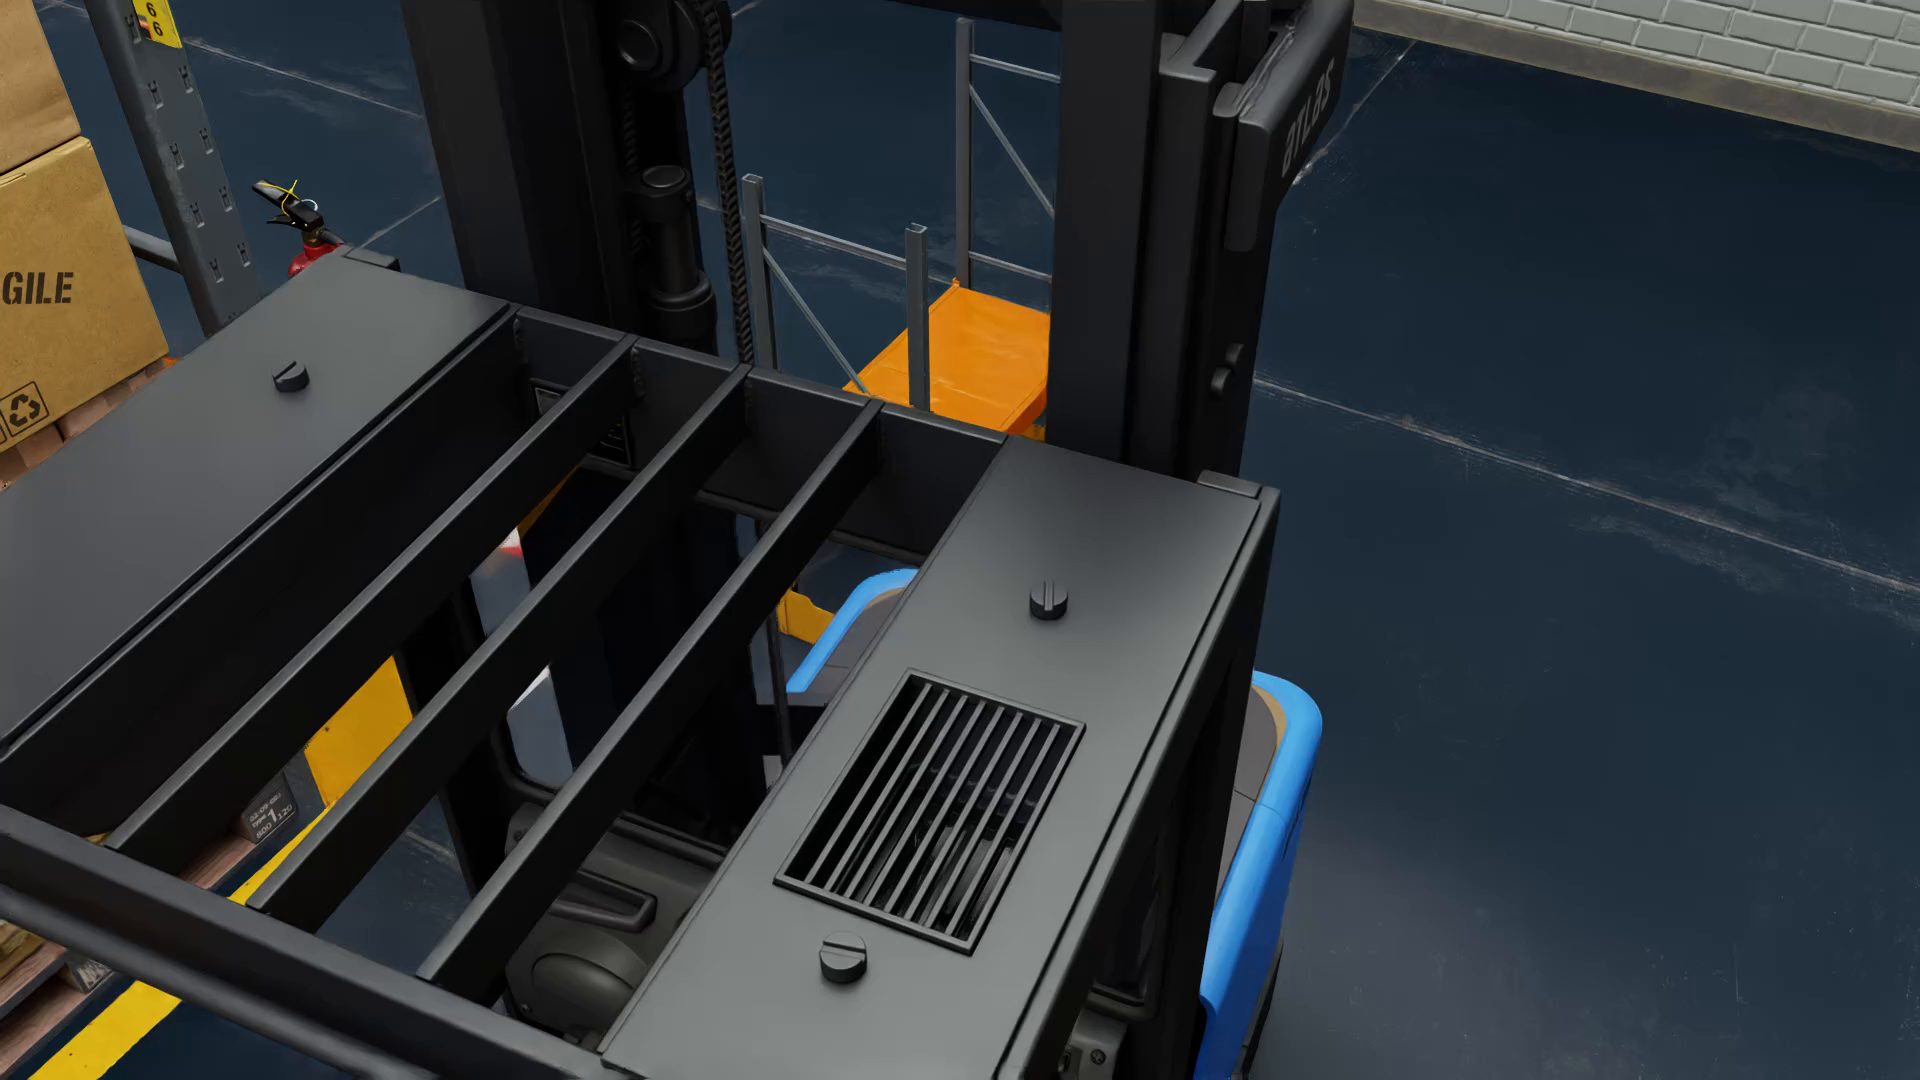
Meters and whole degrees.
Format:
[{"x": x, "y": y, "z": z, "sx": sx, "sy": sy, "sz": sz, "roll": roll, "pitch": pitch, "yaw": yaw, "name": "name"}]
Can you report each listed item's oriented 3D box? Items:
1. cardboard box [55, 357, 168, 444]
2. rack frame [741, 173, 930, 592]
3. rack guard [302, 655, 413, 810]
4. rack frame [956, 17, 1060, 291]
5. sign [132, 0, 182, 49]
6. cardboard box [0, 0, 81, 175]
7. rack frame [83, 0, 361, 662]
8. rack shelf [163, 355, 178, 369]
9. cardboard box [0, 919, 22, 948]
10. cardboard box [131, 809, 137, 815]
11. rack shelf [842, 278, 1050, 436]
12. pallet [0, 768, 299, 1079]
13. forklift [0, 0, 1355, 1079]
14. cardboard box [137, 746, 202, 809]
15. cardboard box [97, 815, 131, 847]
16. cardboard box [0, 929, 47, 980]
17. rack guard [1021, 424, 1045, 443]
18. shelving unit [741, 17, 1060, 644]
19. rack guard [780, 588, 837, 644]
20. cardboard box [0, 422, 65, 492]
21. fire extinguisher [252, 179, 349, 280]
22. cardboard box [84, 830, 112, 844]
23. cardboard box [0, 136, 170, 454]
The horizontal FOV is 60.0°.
[{"x": -1.919, "y": -0.344, "z": 3.562, "sx": 0.380, "sy": 0.149, "sz": 0.250, "roll": 21, "pitch": 46, "yaw": 22, "name": "cardboard box"}, {"x": -0.297, "y": -0.223, "z": 4.369, "sx": 0.500, "sy": 1.500, "sz": 0.032, "roll": 21, "pitch": 45, "yaw": 22, "name": "rack frame"}, {"x": -2.039, "y": 0.263, "z": 4.573, "sx": 1.175, "sy": 0.500, "sz": 0.348, "roll": 21, "pitch": 45, "yaw": 22, "name": "rack guard"}, {"x": 0.212, "y": -0.805, "z": 5.029, "sx": 0.500, "sy": 1.500, "sz": 0.032, "roll": 21, "pitch": 45, "yaw": 22, "name": "rack frame"}, {"x": -1.530, "y": -1.077, "z": 3.088, "sx": 0.100, "sy": 0.325, "sz": 0.005, "roll": 21, "pitch": 45, "yaw": 22, "name": "sign"}, {"x": -2.014, "y": -0.899, "z": 2.944, "sx": 0.500, "sy": 0.500, "sz": 0.500, "roll": 20, "pitch": 45, "yaw": 21, "name": "cardboard box"}, {"x": -2.001, "y": -0.719, "z": 3.797, "sx": 1.000, "sy": 3.000, "sz": 0.127, "roll": 21, "pitch": 45, "yaw": 22, "name": "rack frame"}, {"x": -3.002, "y": 0.696, "z": 2.735, "sx": 1.077, "sy": 0.370, "sz": 4.000, "roll": 21, "pitch": 45, "yaw": 22, "name": "rack shelf"}, {"x": -2.276, "y": 0.776, "z": 3.713, "sx": 0.380, "sy": 0.149, "sz": 0.250, "roll": 19, "pitch": 45, "yaw": 20, "name": "cardboard box"}, {"x": -2.084, "y": 0.564, "z": 4.180, "sx": 0.380, "sy": 0.149, "sz": 0.250, "roll": 22, "pitch": 46, "yaw": 23, "name": "cardboard box"}, {"x": -0.043, "y": -0.379, "z": 4.818, "sx": 0.538, "sy": 0.185, "sz": 1.000, "roll": 21, "pitch": 45, "yaw": 22, "name": "rack shelf"}, {"x": -2.476, "y": 0.824, "z": 4.154, "sx": 1.003, "sy": 0.211, "sz": 1.213, "roll": 21, "pitch": 45, "yaw": 22, "name": "pallet"}, {"x": -0.320, "y": 0.766, "z": 2.162, "sx": 1.130, "sy": 2.935, "sz": 3.031, "roll": 16, "pitch": 44, "yaw": 17, "name": "forklift"}, {"x": -2.018, "y": 0.478, "z": 4.052, "sx": 0.380, "sy": 0.149, "sz": 0.250, "roll": 20, "pitch": 45, "yaw": 21, "name": "cardboard box"}, {"x": -2.125, "y": 0.744, "z": 3.975, "sx": 0.380, "sy": 0.149, "sz": 0.250, "roll": 22, "pitch": 46, "yaw": 23, "name": "cardboard box"}, {"x": -2.331, "y": 0.867, "z": 3.835, "sx": 0.380, "sy": 0.149, "sz": 0.250, "roll": 21, "pitch": 45, "yaw": 22, "name": "cardboard box"}, {"x": 0.211, "y": -0.335, "z": 5.441, "sx": 0.587, "sy": 0.250, "sz": 0.087, "roll": 21, "pitch": 45, "yaw": 22, "name": "rack guard"}, {"x": -0.038, "y": -0.519, "z": 4.705, "sx": 0.587, "sy": 1.500, "sz": 1.083, "roll": 21, "pitch": 45, "yaw": 22, "name": "shelving unit"}, {"x": -0.287, "y": 0.235, "z": 4.794, "sx": 0.587, "sy": 0.250, "sz": 0.087, "roll": 21, "pitch": 45, "yaw": 22, "name": "rack guard"}, {"x": -2.076, "y": -0.215, "z": 3.414, "sx": 0.380, "sy": 0.149, "sz": 0.250, "roll": 21, "pitch": 45, "yaw": 22, "name": "cardboard box"}, {"x": -1.475, "y": -0.541, "z": 3.936, "sx": 0.296, "sy": 0.674, "sz": 0.183, "roll": 21, "pitch": 45, "yaw": 22, "name": "fire extinguisher"}, {"x": -2.195, "y": 0.610, "z": 3.902, "sx": 0.380, "sy": 0.149, "sz": 0.250, "roll": 20, "pitch": 45, "yaw": 21, "name": "cardboard box"}, {"x": -2.003, "y": -0.526, "z": 3.277, "sx": 0.500, "sy": 0.500, "sz": 0.500, "roll": 22, "pitch": 46, "yaw": 23, "name": "cardboard box"}]
